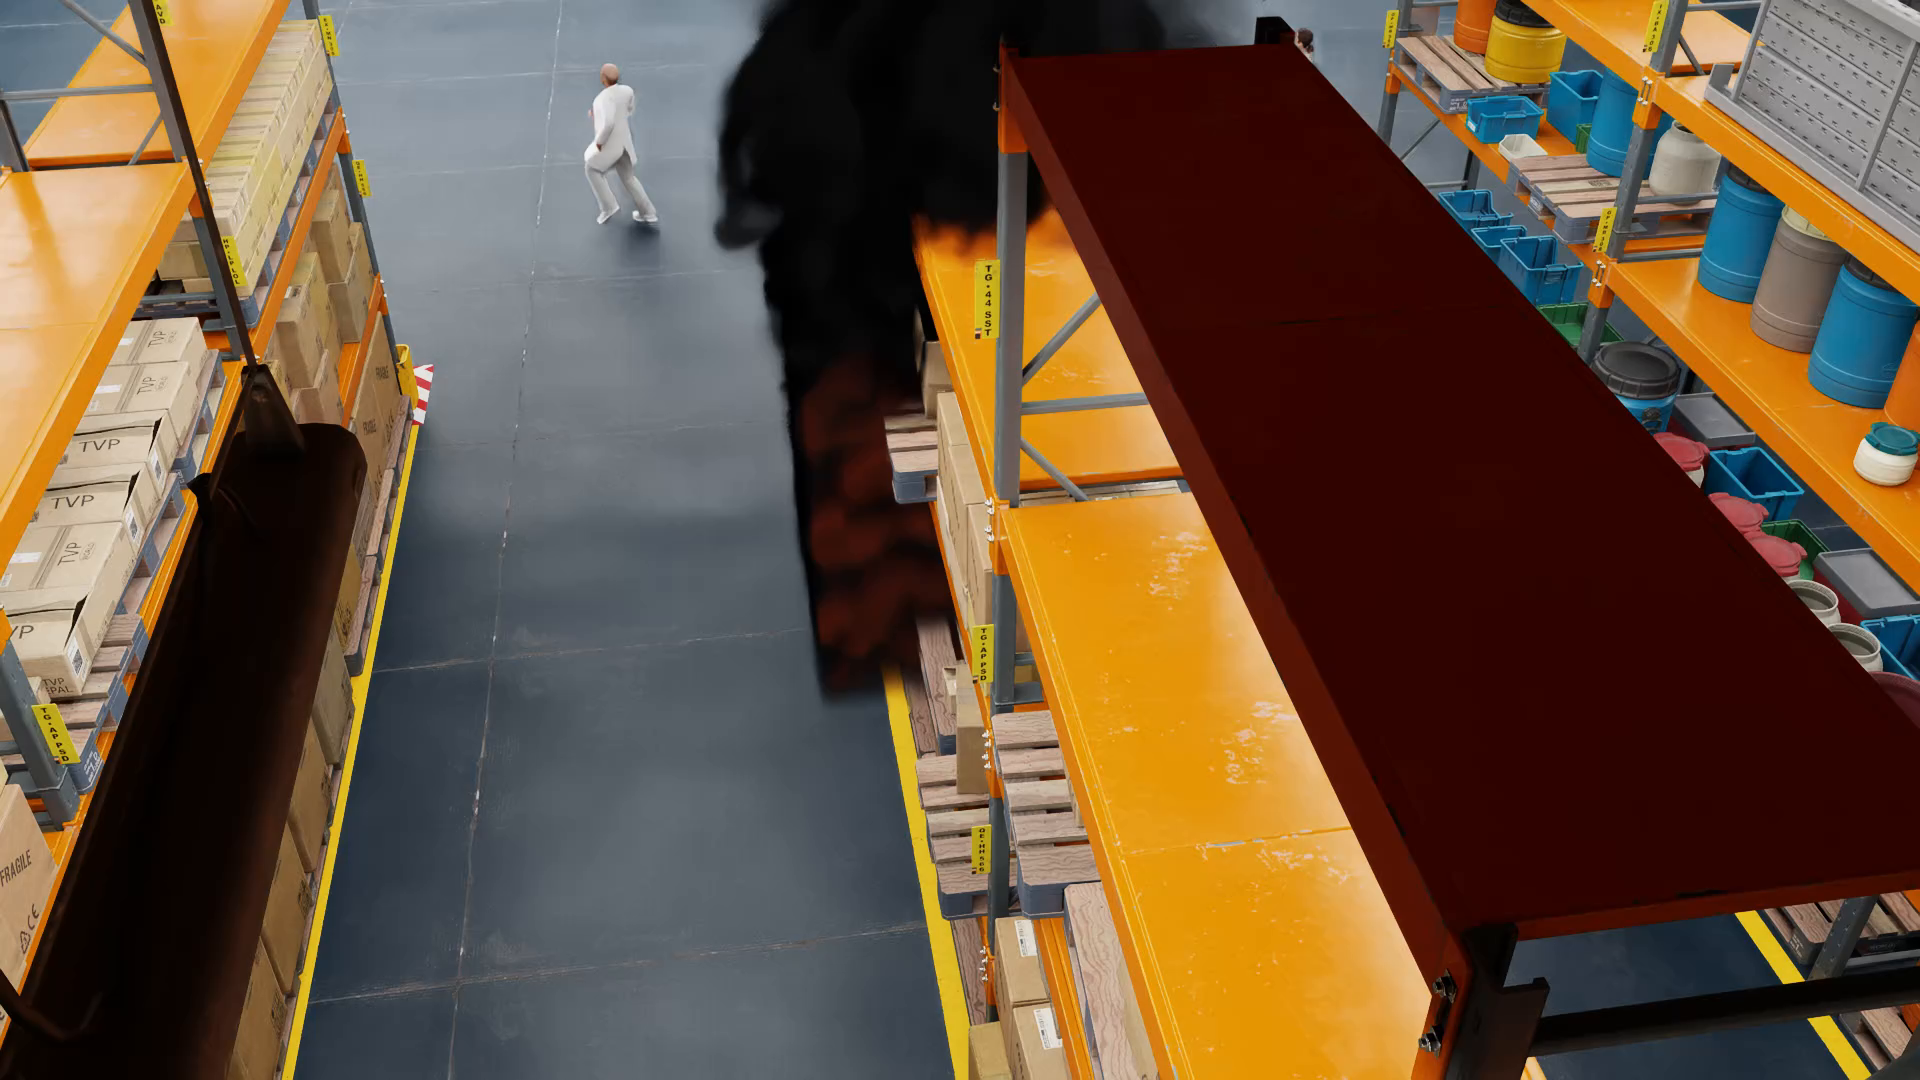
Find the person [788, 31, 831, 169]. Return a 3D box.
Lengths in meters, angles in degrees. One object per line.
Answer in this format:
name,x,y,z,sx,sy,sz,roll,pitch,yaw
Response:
person,-1.582,-4.883,18.674,0.895,1.689,0.594,11,38,15

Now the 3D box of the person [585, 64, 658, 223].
person,-3.656,-4.155,17.654,0.826,1.820,0.713,21,41,26

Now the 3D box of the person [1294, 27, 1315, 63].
person,3.864,-5.008,18.896,0.601,1.624,0.609,12,38,16
